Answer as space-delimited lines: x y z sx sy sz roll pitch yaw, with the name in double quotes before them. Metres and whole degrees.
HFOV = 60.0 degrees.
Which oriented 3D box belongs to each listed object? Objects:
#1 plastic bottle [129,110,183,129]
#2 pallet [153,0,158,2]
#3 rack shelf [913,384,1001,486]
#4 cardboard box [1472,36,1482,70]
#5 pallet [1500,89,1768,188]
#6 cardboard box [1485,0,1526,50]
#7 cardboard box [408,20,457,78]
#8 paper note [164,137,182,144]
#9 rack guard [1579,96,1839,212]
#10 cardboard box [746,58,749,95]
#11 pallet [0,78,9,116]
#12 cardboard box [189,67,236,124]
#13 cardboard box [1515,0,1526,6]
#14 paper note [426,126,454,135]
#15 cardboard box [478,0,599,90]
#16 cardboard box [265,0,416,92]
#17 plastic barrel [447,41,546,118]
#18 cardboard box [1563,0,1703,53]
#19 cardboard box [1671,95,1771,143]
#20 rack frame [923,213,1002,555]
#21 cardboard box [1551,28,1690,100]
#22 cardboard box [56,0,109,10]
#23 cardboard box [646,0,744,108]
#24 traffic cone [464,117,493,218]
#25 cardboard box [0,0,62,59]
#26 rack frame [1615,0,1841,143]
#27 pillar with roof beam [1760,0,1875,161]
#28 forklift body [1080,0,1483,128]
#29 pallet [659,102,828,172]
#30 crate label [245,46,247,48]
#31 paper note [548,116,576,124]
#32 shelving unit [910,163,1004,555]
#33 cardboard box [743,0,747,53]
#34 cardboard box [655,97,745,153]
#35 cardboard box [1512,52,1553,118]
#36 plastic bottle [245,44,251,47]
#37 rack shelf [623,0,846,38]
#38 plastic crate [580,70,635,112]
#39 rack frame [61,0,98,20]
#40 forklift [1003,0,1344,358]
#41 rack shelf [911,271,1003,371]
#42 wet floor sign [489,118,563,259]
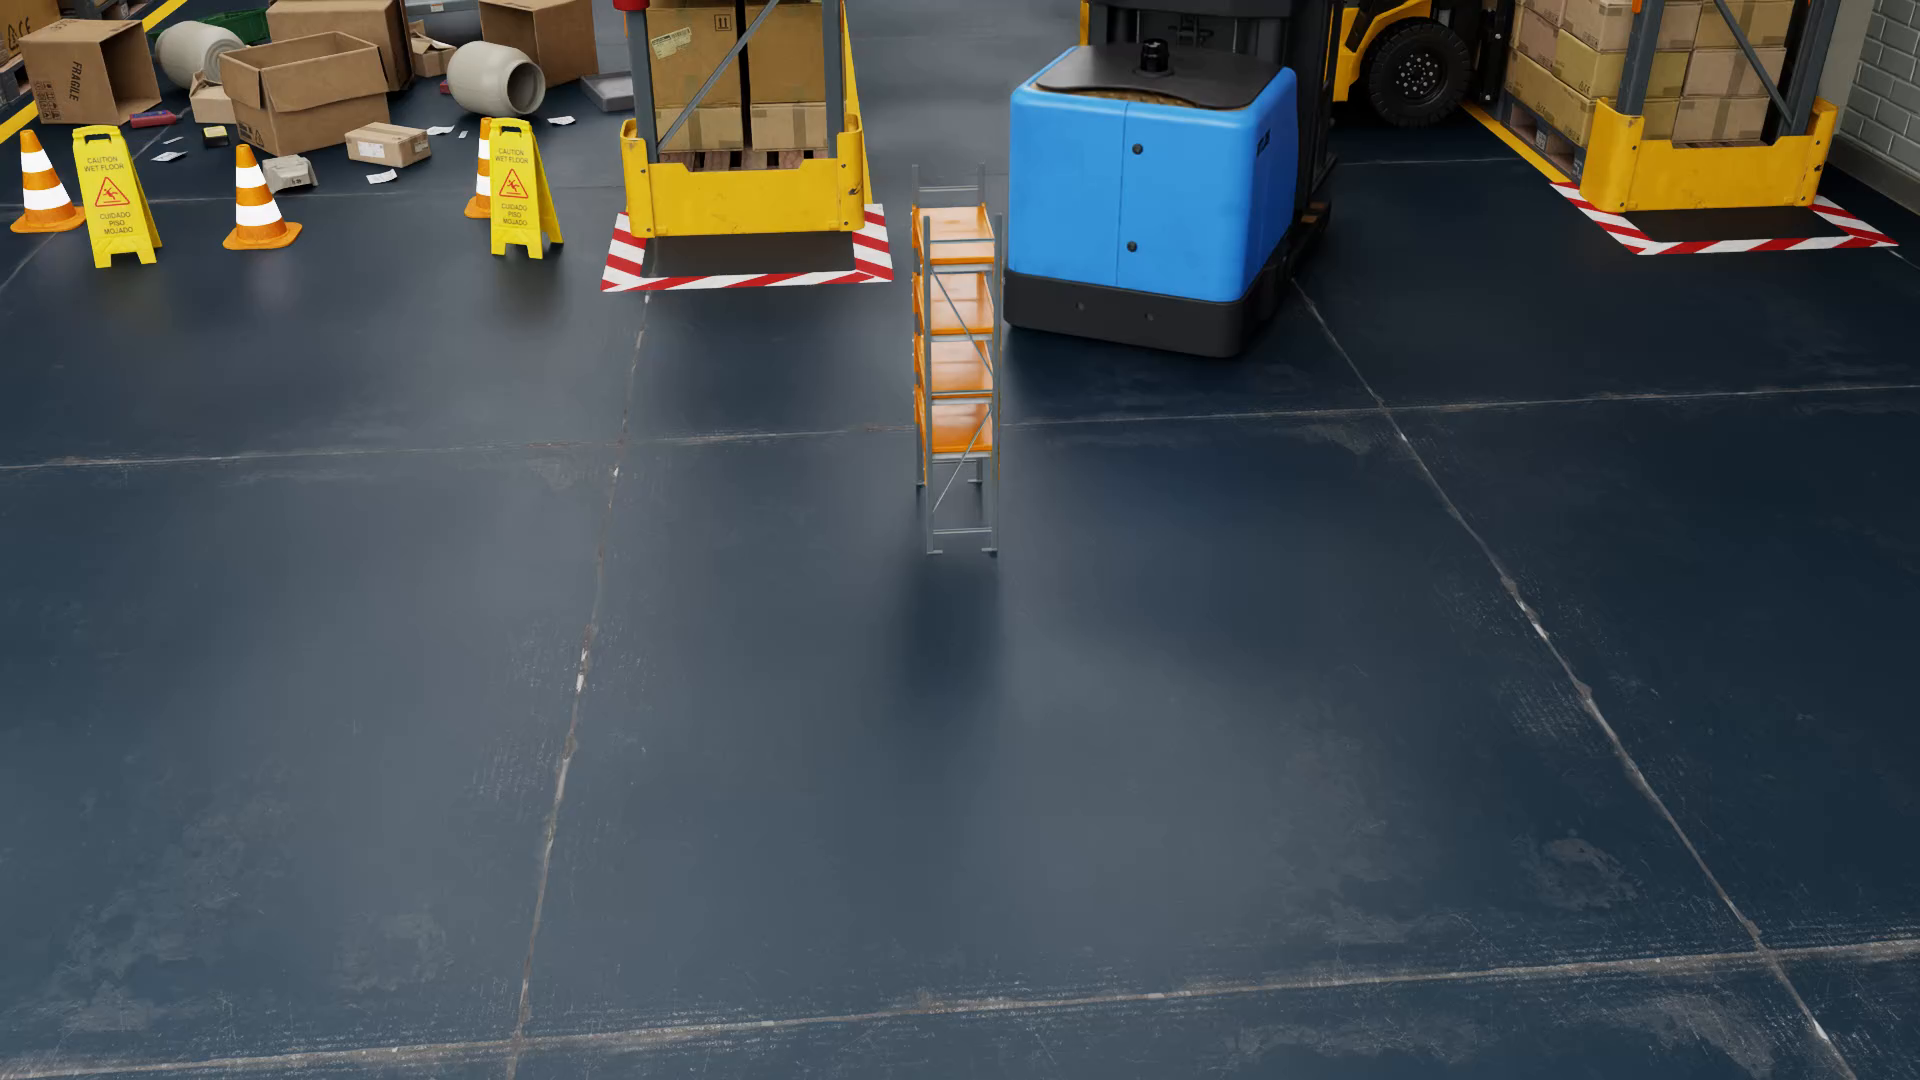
"plastic bottle" -4.775 -2.504 9.883 0.283 0.061 0.133 -14 33 -22
"pallet" -6.624 -4.435 12.968 1.003 0.211 1.213 -3 31 -5
"rack shelf" -0.015 -0.371 5.720 0.258 0.148 0.480 -3 31 -5
"cardboard box" 3.370 -3.102 10.290 0.500 0.250 0.500 -2 31 -3
"pallet" 3.761 -2.295 9.386 1.003 0.211 1.213 -3 31 -5
"cardboard box" 3.413 -3.070 9.750 0.500 0.250 0.500 -3 31 -6
"cardboard box" -3.502 -3.213 10.871 0.396 0.266 0.258 27 40 37
"paper note" -4.545 -2.309 9.606 0.032 0.001 0.123 13 33 21
"rack guard" 3.877 -2.018 8.641 1.175 0.500 0.348 -3 31 -5
"cardboard box" -1.505 -2.795 9.776 0.500 0.250 0.500 -4 31 -6
"pallet" -6.249 -2.404 9.568 1.003 0.211 1.213 -3 31 -5
"cardboard box" -4.365 -2.654 9.934 0.396 0.266 0.258 2 31 4
"cardboard box" 3.410 -3.270 9.596 0.500 0.250 0.500 -2 31 -4
"paper note" -3.067 -2.412 9.770 0.148 0.019 0.142 8 32 13
"cardboard box" -2.695 -3.221 10.653 0.500 0.500 0.500 20 36 29
"cardboard box" -3.847 -3.103 10.321 0.797 0.637 0.503 -3 31 -5
"plastic barrel" -2.767 -2.740 9.924 0.512 0.421 0.421 20 36 29
"cardboard box" 3.521 -2.753 8.730 0.500 0.250 0.500 -2 31 -3
"cardboard box" 4.023 -2.363 9.053 0.500 0.250 0.500 -3 31 -4
"rack frame" 0.007 -0.475 5.375 0.240 1.200 0.015 -3 31 -5
"cardboard box" 3.518 -2.551 8.881 0.500 0.250 0.500 -3 31 -5
"cardboard box" -6.507 -4.144 11.547 1.050 0.750 0.750 -3 31 -5
"cardboard box" -1.402 -2.582 8.688 0.500 0.500 0.500 -3 31 -4
"traffic cone" -2.392 -1.932 8.534 0.336 0.463 0.334 -3 31 -5
"cardboard box" -6.371 -3.561 10.449 0.875 0.875 0.875 -2 31 -4
"rack frame" 3.875 -3.103 8.020 1.000 3.000 0.127 -3 31 -5
"pillar with roof beam" 0.421 -5.871 6.804 9.100 9.000 0.400 -3 31 -5
"forklift body" 1.881 -3.620 9.712 2.313 2.155 1.214 -3 31 -5
"pallet" -1.115 -2.122 9.096 1.003 0.211 1.213 -3 31 -5
"crate label" -4.702 -3.123 10.846 0.250 0.136 0.298 27 40 37
"paper note" -2.375 -2.510 9.922 0.142 0.019 0.148 -14 33 -22
"shelving unit" -0.015 -0.600 5.584 0.258 1.200 0.503 -3 31 -5
"cardboard box" -1.494 -3.106 9.566 0.500 0.500 0.500 -3 31 -6
"cardboard box" -1.413 -2.275 8.906 0.500 0.250 0.500 -3 31 -5
"cardboard box" 3.479 -2.582 9.420 0.500 0.250 0.500 -3 31 -5
"plastic bottle" -4.831 -3.287 11.193 0.133 0.061 0.283 -20 36 -30
"rack shelf" -1.254 -3.576 9.513 1.077 0.370 4.000 -3 31 -5
"plastic crate" -2.111 -2.811 10.379 0.402 0.080 0.583 -14 33 -22
"rack frame" -6.360 -4.617 10.555 1.000 3.000 0.127 -3 31 -5
"forklift" 1.206 -2.754 7.502 1.130 2.935 3.031 12 33 19
"rack shelf" -0.016 -0.734 5.504 0.258 0.148 0.480 -3 31 -5
"wet floor sign" -2.115 -1.705 7.974 0.267 0.644 0.232 8 32 13
